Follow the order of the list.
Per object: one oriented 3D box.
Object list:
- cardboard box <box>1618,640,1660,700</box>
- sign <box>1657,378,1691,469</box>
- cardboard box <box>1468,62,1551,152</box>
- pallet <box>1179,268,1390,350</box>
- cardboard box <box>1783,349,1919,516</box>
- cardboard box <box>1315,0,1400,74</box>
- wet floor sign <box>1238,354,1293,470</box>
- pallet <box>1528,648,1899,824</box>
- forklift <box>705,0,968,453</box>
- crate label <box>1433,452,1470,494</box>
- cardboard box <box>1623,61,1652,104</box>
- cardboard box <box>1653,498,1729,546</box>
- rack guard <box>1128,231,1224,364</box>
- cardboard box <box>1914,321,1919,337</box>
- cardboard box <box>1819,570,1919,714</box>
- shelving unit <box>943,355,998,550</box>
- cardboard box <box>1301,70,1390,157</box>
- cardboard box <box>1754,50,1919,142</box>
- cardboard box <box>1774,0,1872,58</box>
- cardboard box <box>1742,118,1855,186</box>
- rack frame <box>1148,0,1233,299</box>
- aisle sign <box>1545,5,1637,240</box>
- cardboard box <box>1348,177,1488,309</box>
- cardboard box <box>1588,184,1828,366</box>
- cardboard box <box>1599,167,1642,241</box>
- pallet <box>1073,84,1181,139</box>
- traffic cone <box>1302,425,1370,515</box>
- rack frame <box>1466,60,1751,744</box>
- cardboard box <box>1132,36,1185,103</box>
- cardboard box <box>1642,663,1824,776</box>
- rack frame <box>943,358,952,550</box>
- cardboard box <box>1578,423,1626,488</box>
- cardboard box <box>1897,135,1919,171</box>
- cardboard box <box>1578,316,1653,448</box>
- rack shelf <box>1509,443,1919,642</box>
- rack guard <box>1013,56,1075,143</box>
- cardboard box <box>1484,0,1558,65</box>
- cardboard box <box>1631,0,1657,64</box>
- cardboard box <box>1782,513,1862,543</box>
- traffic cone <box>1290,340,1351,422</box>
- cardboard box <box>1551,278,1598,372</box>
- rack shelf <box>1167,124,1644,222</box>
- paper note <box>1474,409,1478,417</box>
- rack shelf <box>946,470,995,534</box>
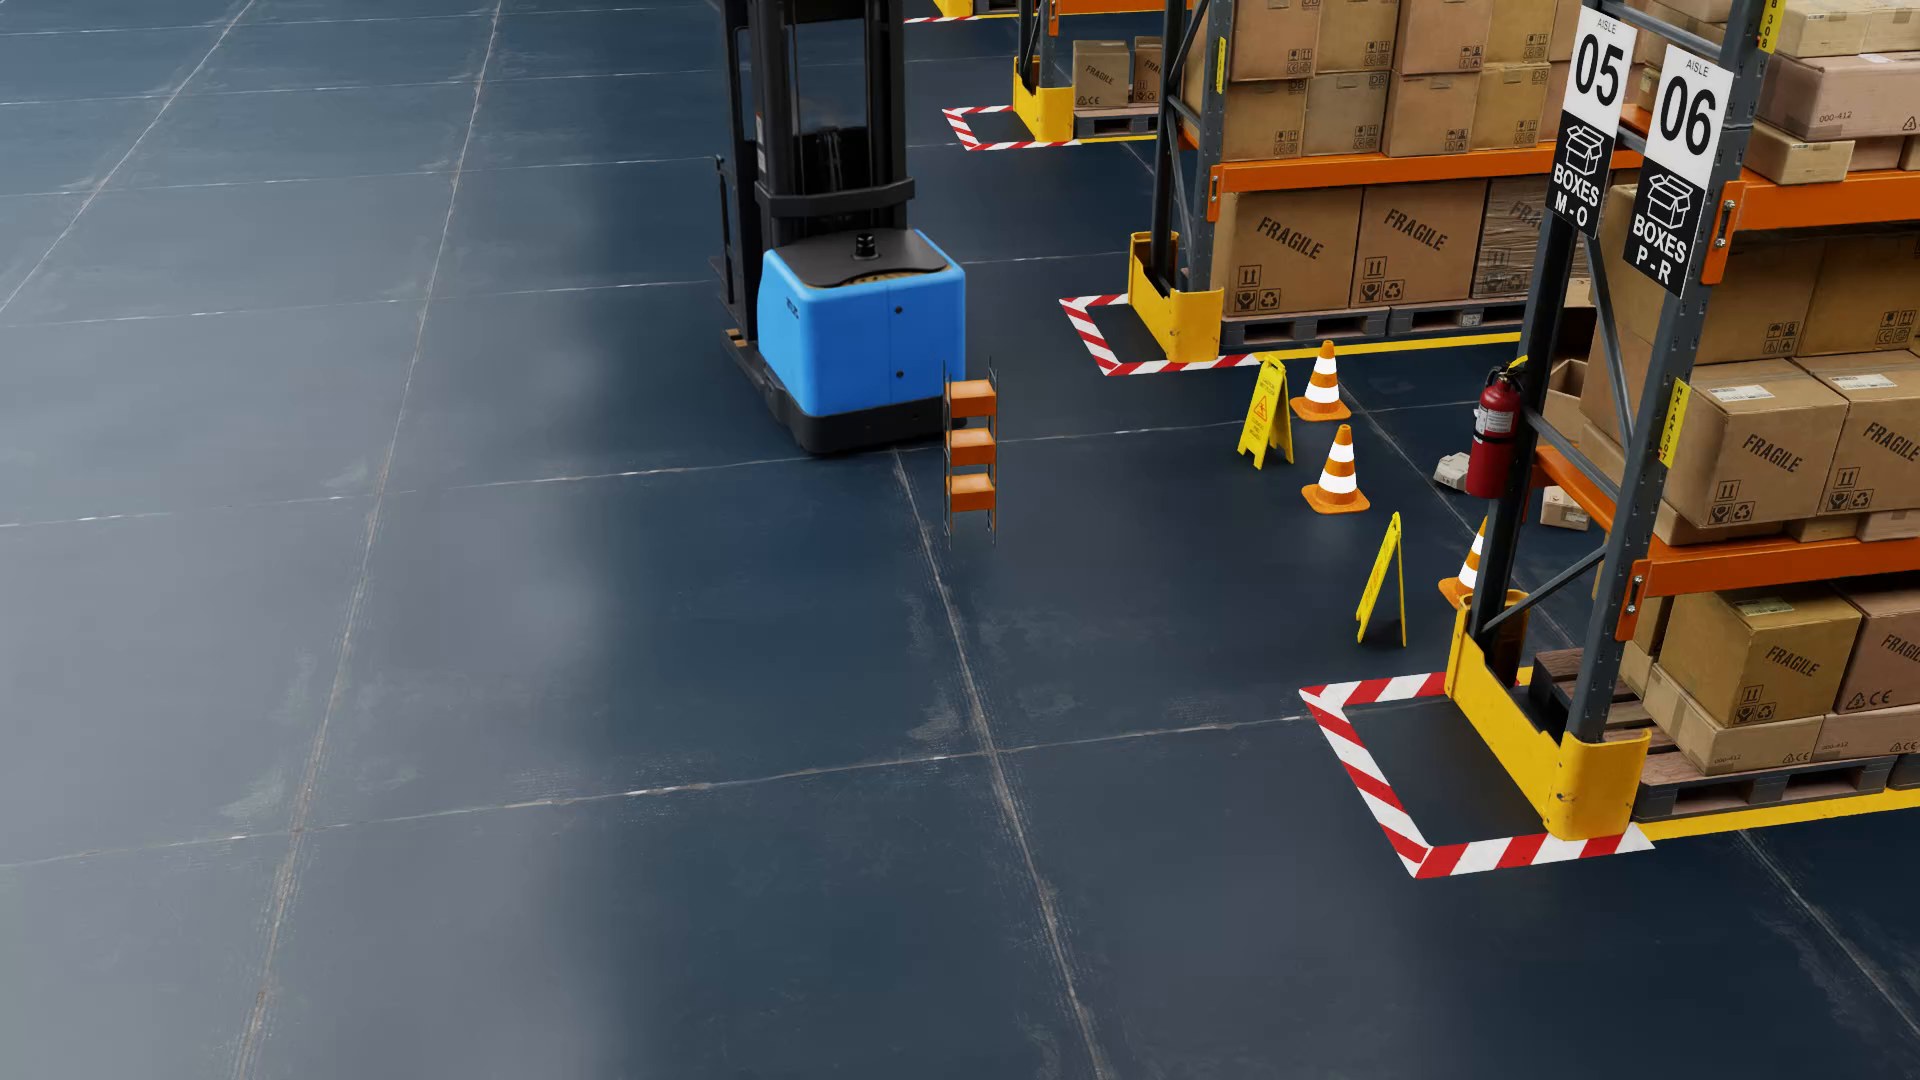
[{"bbox_3d":[3.267,0.472,7.677,0.500,0.250,0.500,-5,31,-9],"label":"cardboard box"},{"bbox_3d":[2.594,-0.425,6.049,0.005,0.325,0.100,-5,31,-9],"label":"sign"},{"bbox_3d":[3.487,-3.021,11.170,0.500,0.550,0.875,-5,31,-9],"label":"cardboard box"},{"bbox_3d":[2.278,-1.691,11.808,1.213,0.211,1.003,-5,31,-9],"label":"pallet"},{"bbox_3d":[3.521,-0.447,6.550,0.500,0.500,0.500,-4,31,-7],"label":"cardboard box"},{"bbox_3d":[2.402,-3.422,10.787,0.550,0.550,0.875,-5,31,-9],"label":"cardboard box"},{"bbox_3d":[1.834,-0.776,9.824,0.232,0.644,0.267,-11,32,-17],"label":"wet floor sign"},{"bbox_3d":[3.377,0.816,7.544,1.213,0.211,1.003,-5,31,-9],"label":"pallet"},{"bbox_3d":[-0.975,-2.511,10.519,1.130,2.935,3.031,-12,32,-19],"label":"forklift"},{"bbox_3d":[2.915,-0.396,9.678,0.298,0.136,0.250,-23,38,-34],"label":"crate label"},{"bbox_3d":[4.542,-3.110,11.321,0.550,0.550,0.875,-5,31,-9],"label":"cardboard box"},{"bbox_3d":[2.868,-0.142,6.670,0.250,0.149,0.380,-5,31,-9],"label":"cardboard box"},{"bbox_3d":[1.482,-1.701,11.540,0.348,0.500,1.175,-5,31,-9],"label":"rack guard"},{"bbox_3d":[3.942,-1.220,6.878,0.500,0.500,0.700,-6,31,-10],"label":"cardboard box"},{"bbox_3d":[3.877,0.371,7.109,0.500,0.500,0.500,-6,31,-11],"label":"cardboard box"},{"bbox_3d":[0.053,-0.457,8.882,0.252,1.050,0.215,-5,31,-9],"label":"shelving unit"},{"bbox_3d":[2.399,-2.963,11.072,0.550,0.550,0.875,-5,31,-9],"label":"cardboard box"},{"bbox_3d":[3.039,-1.592,5.783,0.500,0.250,0.500,-6,31,-10],"label":"cardboard box"},{"bbox_3d":[2.883,-1.781,5.712,0.250,0.149,0.380,-6,31,-9],"label":"cardboard box"},{"bbox_3d":[2.881,-1.375,5.808,0.250,0.149,0.380,-5,31,-9],"label":"cardboard box"},{"bbox_3d":[1.506,-2.781,10.910,0.127,3.000,1.000,-5,31,-9],"label":"rack frame"},{"bbox_3d":[2.383,-1.582,6.306,0.004,0.787,0.394,-5,31,-9],"label":"aisle sign"},{"bbox_3d":[3.026,-2.222,11.642,0.875,0.875,0.875,-6,31,-10],"label":"cardboard box"},{"bbox_3d":[2.960,-1.080,6.639,0.500,0.500,0.700,-6,31,-10],"label":"cardboard box"},{"bbox_3d":[4.809,-2.389,11.925,0.875,0.875,0.875,-5,31,-8],"label":"cardboard box"},{"bbox_3d":[1.592,-4.125,15.946,1.213,0.211,1.003,-5,31,-9],"label":"pallet"},{"bbox_3d":[2.153,-0.433,9.421,0.334,0.463,0.336,-5,31,-9],"label":"traffic cone"},{"bbox_3d":[2.497,-0.322,6.729,0.127,3.000,1.000,-5,31,-9],"label":"rack frame"},{"bbox_3d":[1.911,-4.487,15.863,0.500,0.500,0.500,2,31,4],"label":"cardboard box"},{"bbox_3d":[3.340,0.746,7.210,0.500,0.250,0.500,-6,31,-9],"label":"cardboard box"},{"bbox_3d":[-0.067,-0.446,8.863,0.008,1.050,0.200,-5,31,-9],"label":"rack frame"},{"bbox_3d":[2.826,-0.355,7.032,0.250,0.149,0.380,-4,31,-7],"label":"cardboard box"},{"bbox_3d":[3.390,-1.451,5.937,0.250,0.149,0.380,-4,31,-8],"label":"cardboard box"},{"bbox_3d":[2.981,-0.680,6.946,0.500,0.500,0.500,-6,31,-10],"label":"cardboard box"},{"bbox_3d":[4.464,-0.195,7.222,4.000,0.370,1.077,-5,31,-9],"label":"rack shelf"},{"bbox_3d":[0.786,-4.193,15.777,0.348,0.500,1.175,-5,31,-9],"label":"rack guard"},{"bbox_3d":[3.475,-3.518,10.951,0.500,0.550,0.875,-5,31,-9],"label":"cardboard box"},{"bbox_3d":[4.551,-3.552,11.008,0.550,0.550,0.875,-5,31,-9],"label":"cardboard box"},{"bbox_3d":[3.389,-0.156,6.693,0.250,0.149,0.380,-6,31,-11],"label":"cardboard box"},{"bbox_3d":[2.284,-1.028,10.432,0.334,0.463,0.336,-5,31,-9],"label":"traffic cone"},{"bbox_3d":[4.098,-1.416,11.053,0.500,0.500,0.500,0,30,0],"label":"cardboard box"},{"bbox_3d":[3.473,-2.653,11.403,4.000,0.370,1.077,-5,31,-9],"label":"rack shelf"},{"bbox_3d":[3.313,-0.793,10.461,0.142,0.017,0.144,5,31,8],"label":"paper note"},{"bbox_3d":[0.053,-0.209,9.029,0.240,0.259,0.215,-5,31,-9],"label":"rack shelf"}]
